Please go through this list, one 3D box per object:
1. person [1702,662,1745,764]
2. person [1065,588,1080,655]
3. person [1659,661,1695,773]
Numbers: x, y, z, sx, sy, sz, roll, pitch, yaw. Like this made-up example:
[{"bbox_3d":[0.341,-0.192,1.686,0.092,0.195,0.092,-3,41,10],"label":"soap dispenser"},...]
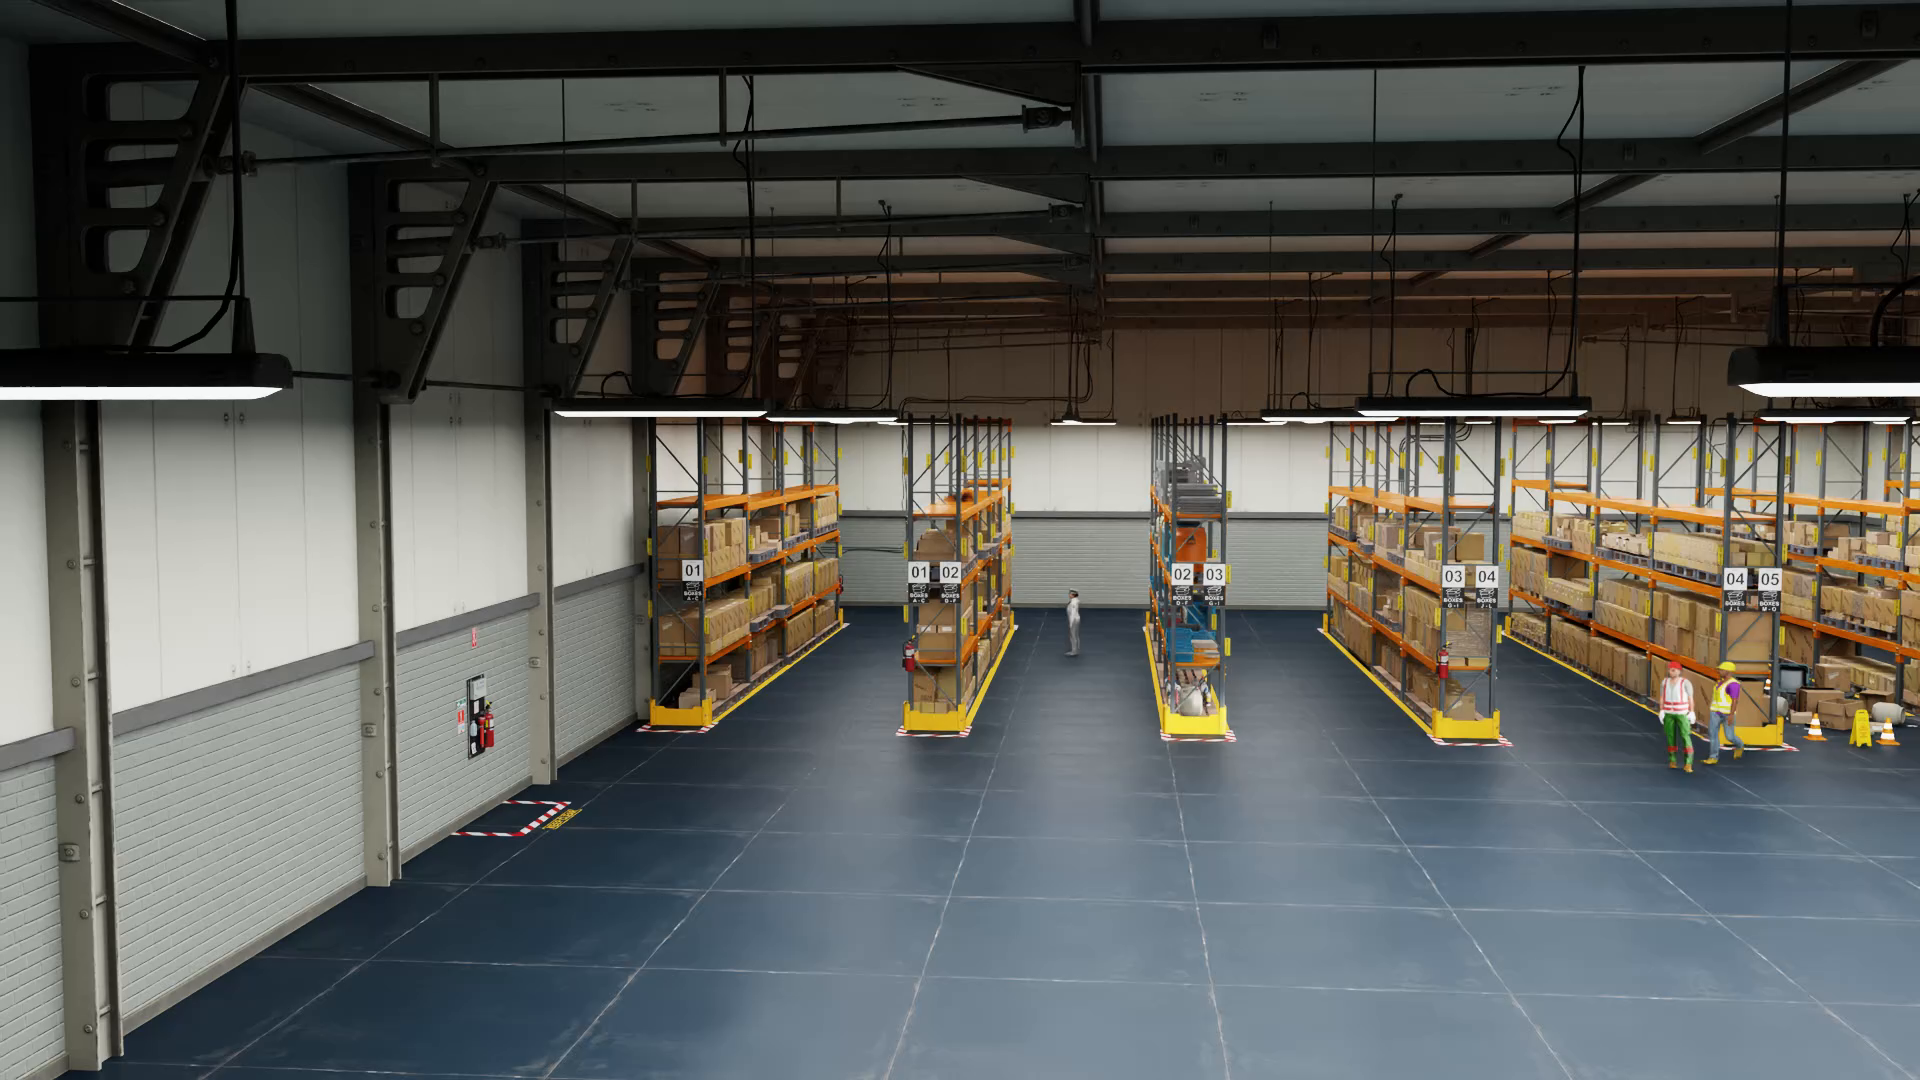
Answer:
[{"bbox_3d":[13.061,2.942,28.334,0.841,1.745,0.525,-3,5,-39],"label":"person"},{"bbox_3d":[2.838,2.055,41.878,0.346,1.682,0.551,1,4,11],"label":"person"},{"bbox_3d":[12.033,2.945,27.928,0.448,1.802,0.649,-4,5,-44],"label":"person"}]
